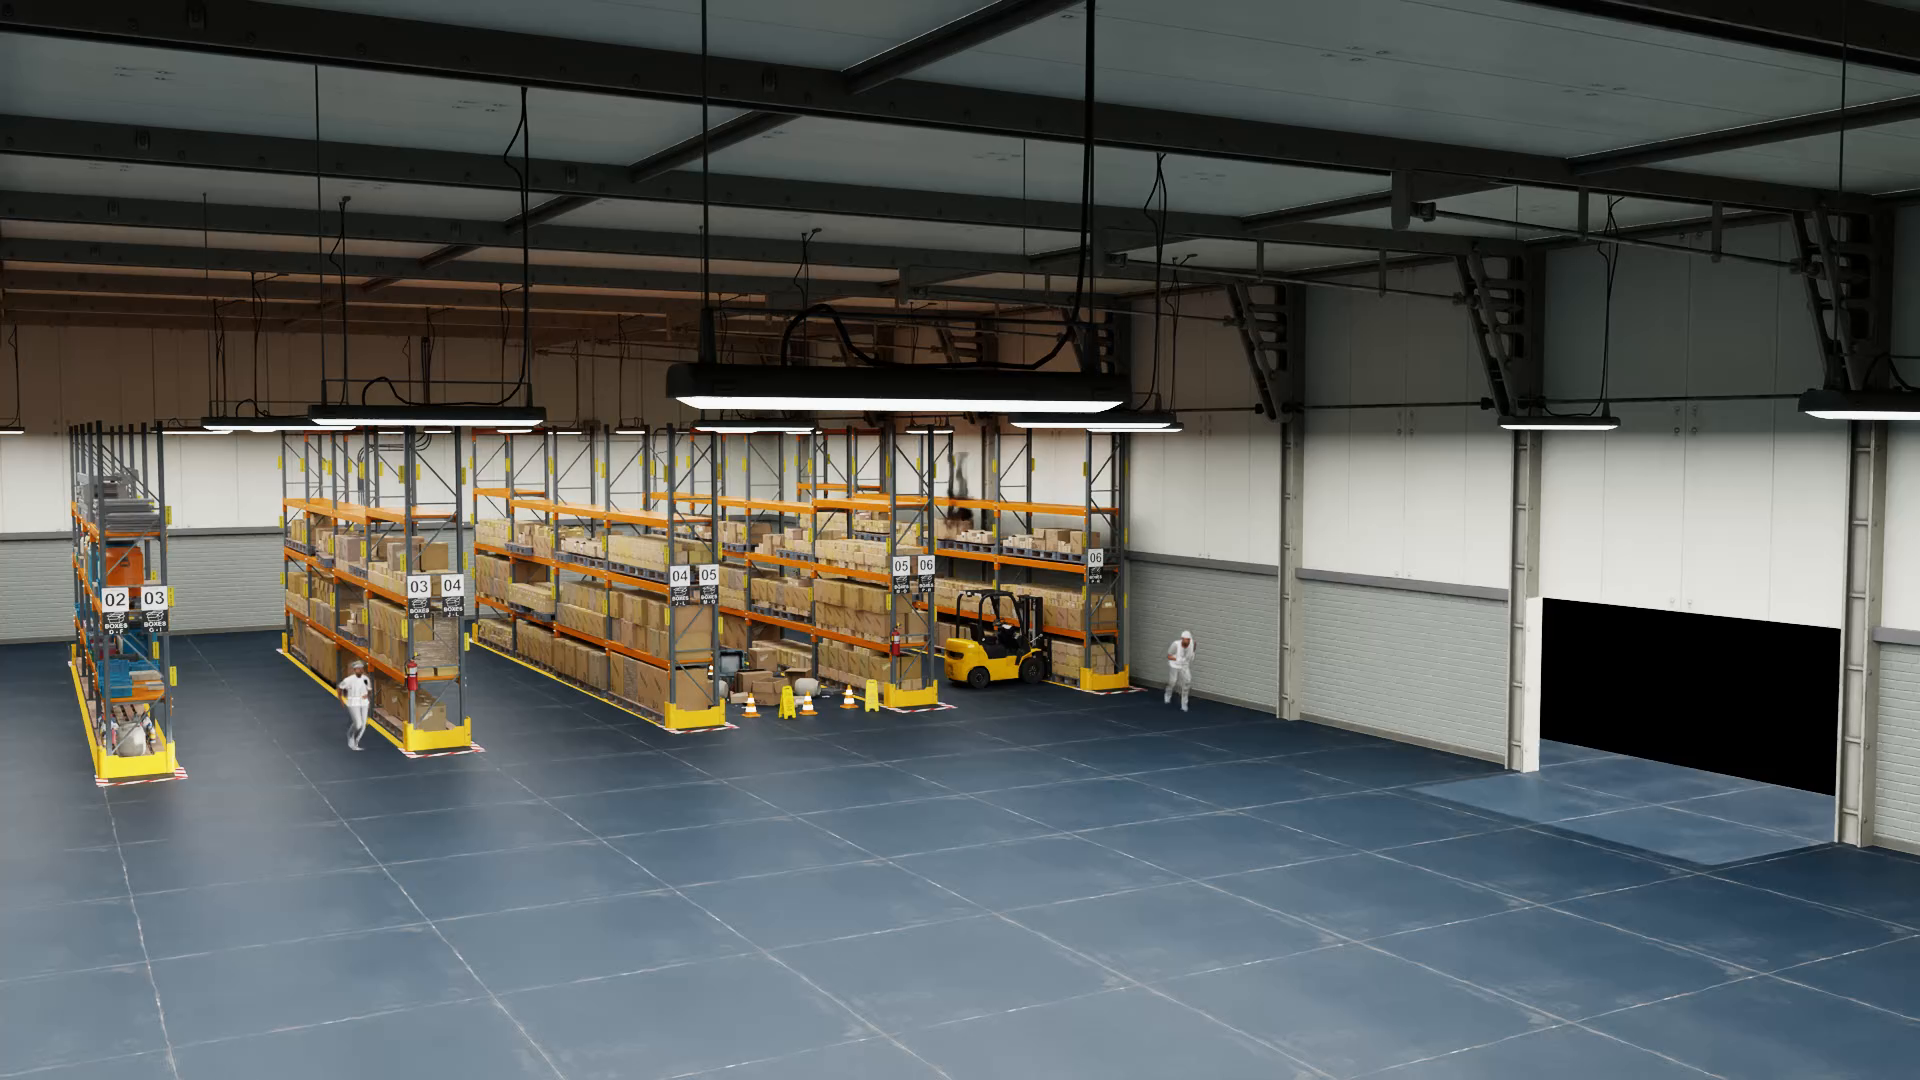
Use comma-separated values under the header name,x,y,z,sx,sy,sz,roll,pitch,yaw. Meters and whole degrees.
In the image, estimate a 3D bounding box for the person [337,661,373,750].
name,x,y,z,sx,sy,sz,roll,pitch,yaw
person,-10.969,3.022,30.296,0.566,1.635,0.564,-4,5,-45

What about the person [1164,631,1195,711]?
name,x,y,z,sx,sy,sz,roll,pitch,yaw
person,4.626,2.741,35.145,0.716,1.725,1.028,-1,4,-20
